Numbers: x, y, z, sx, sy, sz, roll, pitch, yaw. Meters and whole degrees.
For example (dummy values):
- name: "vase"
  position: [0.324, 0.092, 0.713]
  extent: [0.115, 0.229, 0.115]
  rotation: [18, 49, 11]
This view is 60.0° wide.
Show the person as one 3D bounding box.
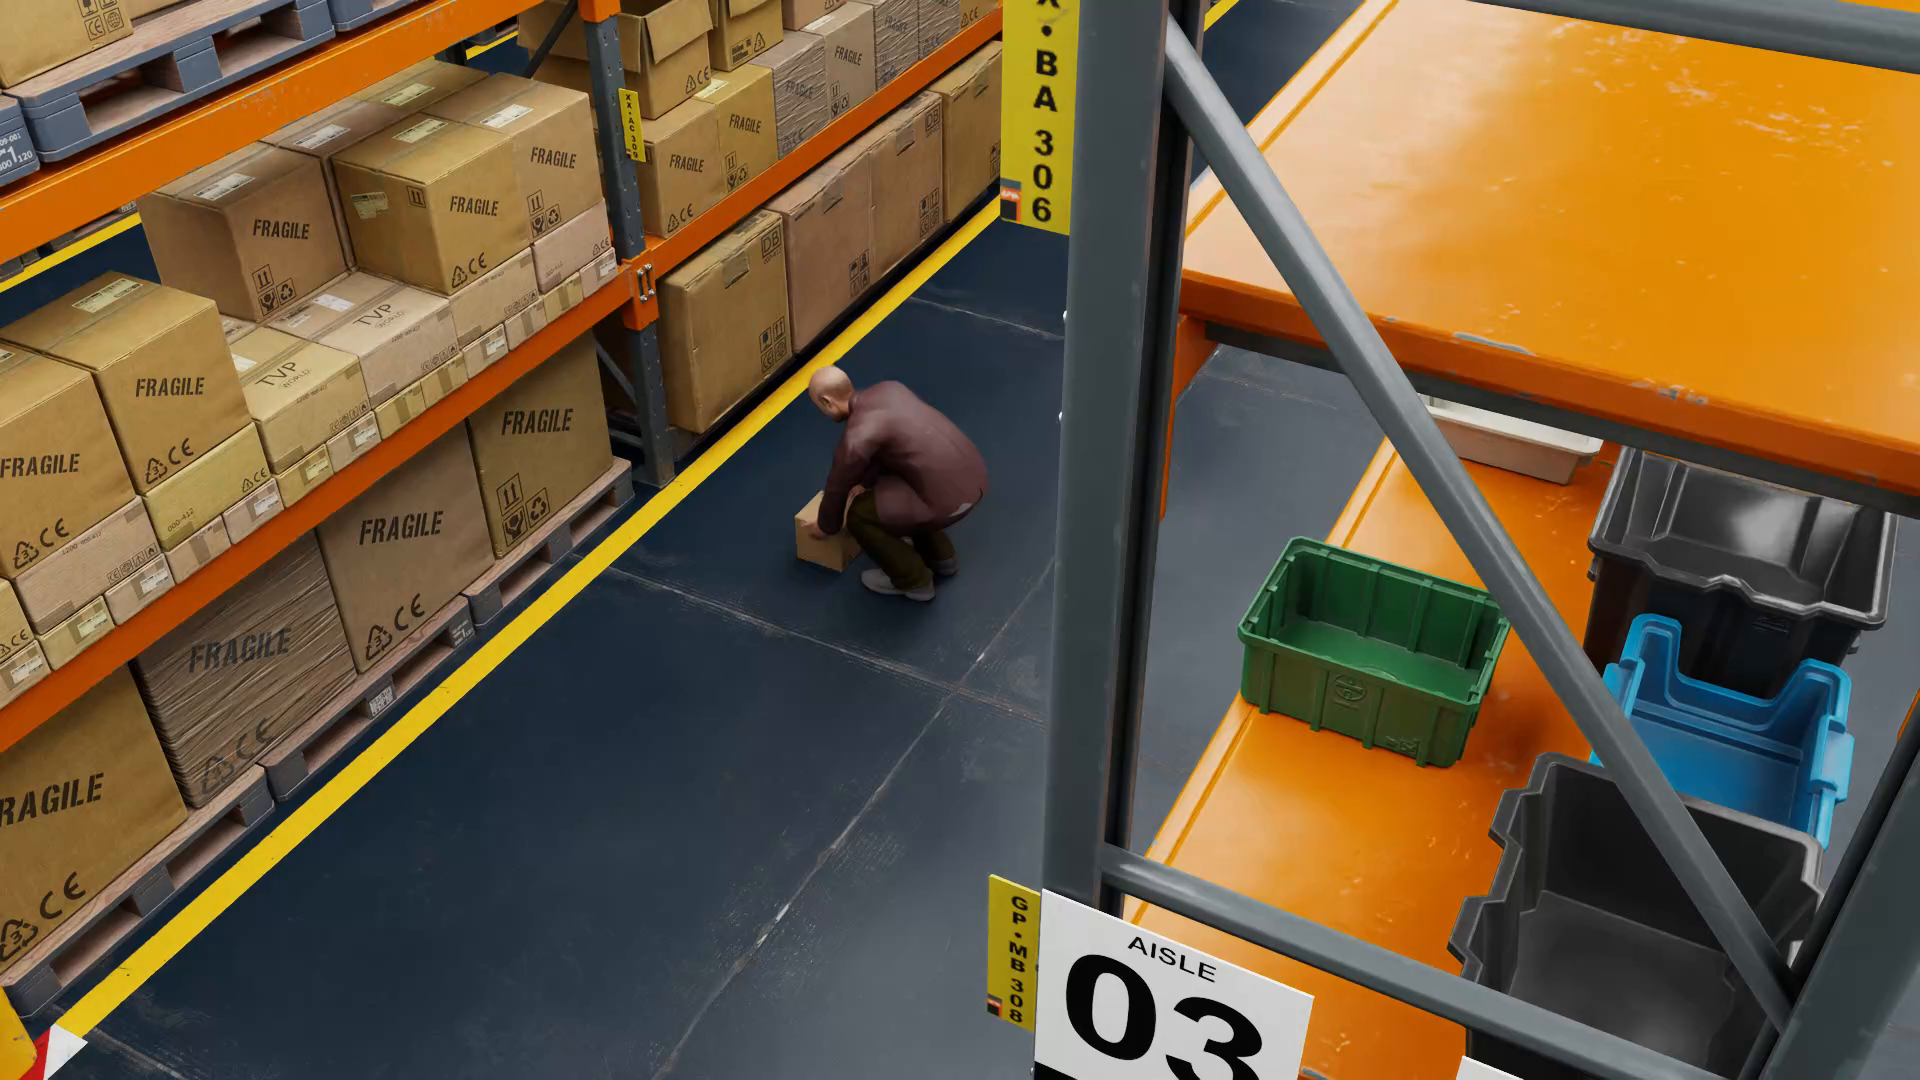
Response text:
- name: "person"
  position: [-0.292, -0.257, 7.667]
  extent: [0.860, 1.088, 0.615]
  rotation: [17, 41, 21]
